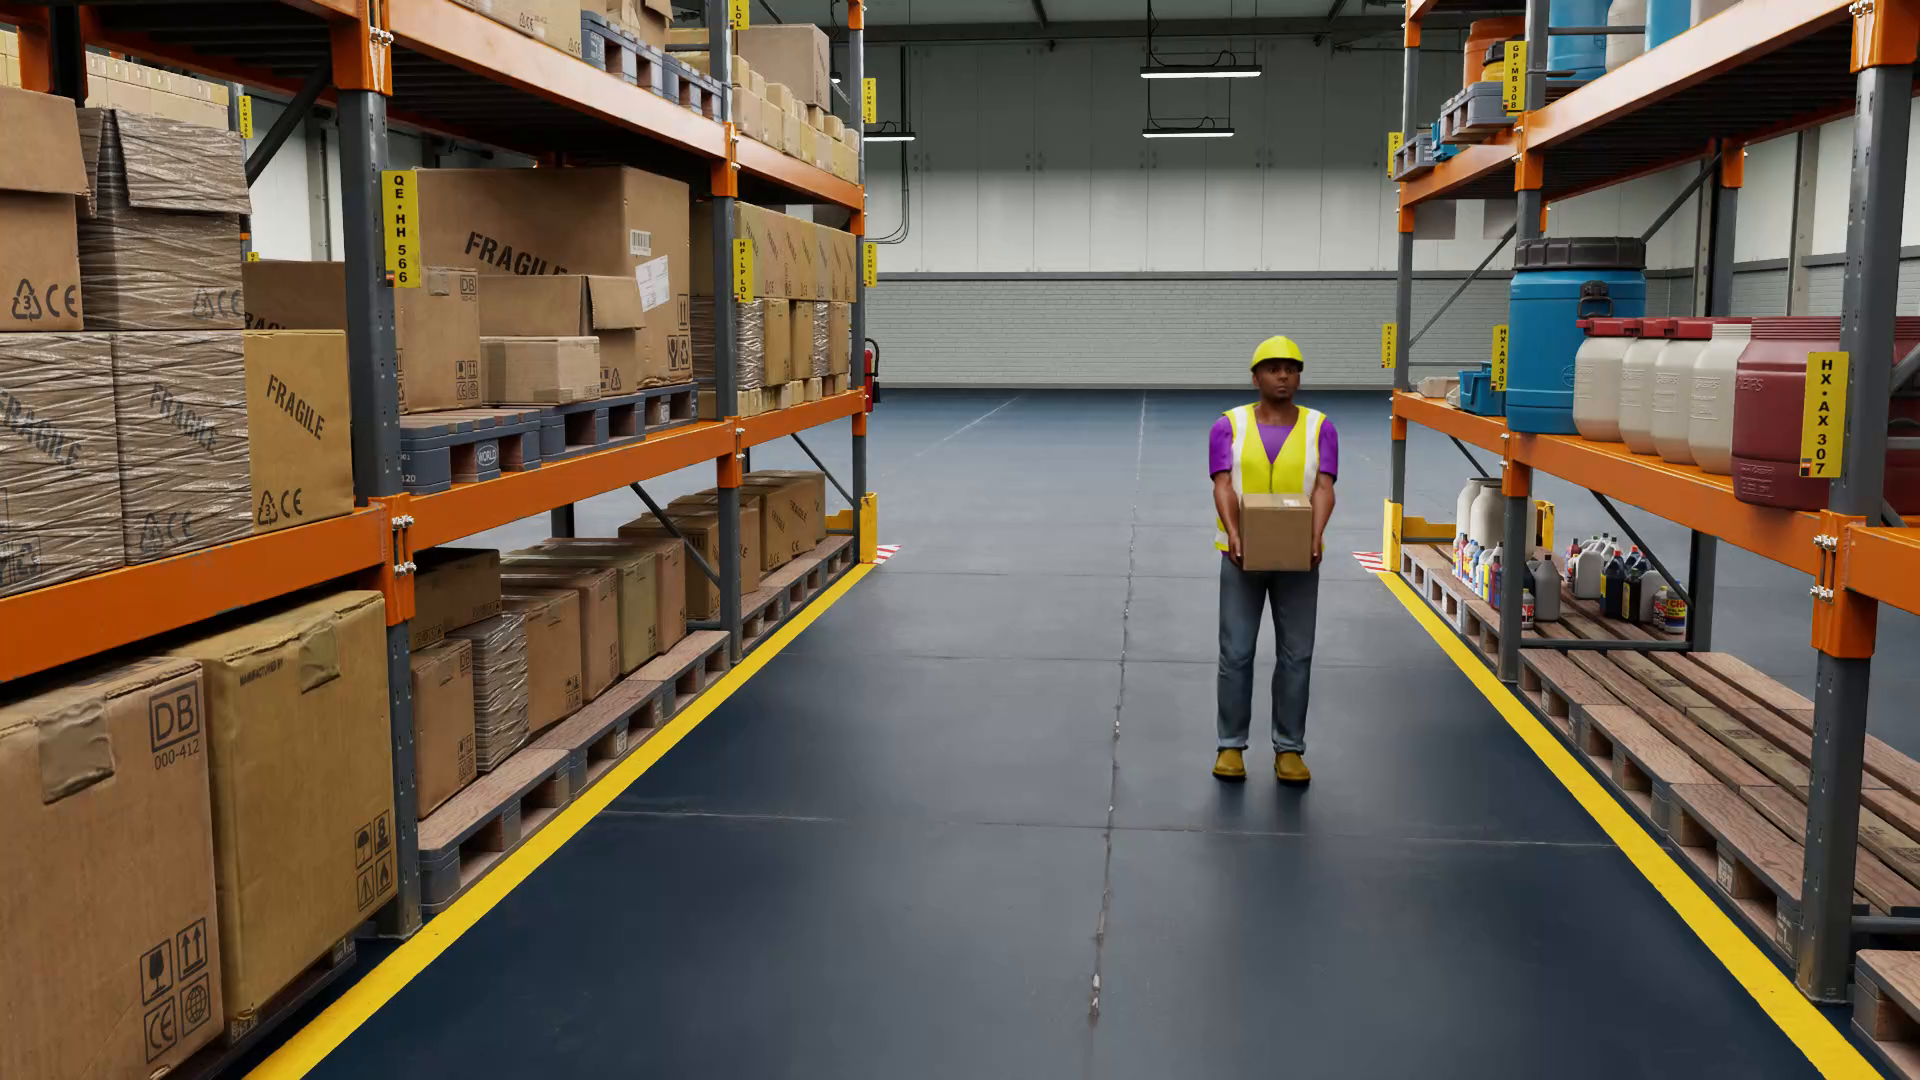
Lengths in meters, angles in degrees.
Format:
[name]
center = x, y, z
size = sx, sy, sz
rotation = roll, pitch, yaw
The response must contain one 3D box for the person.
[person]
center = 1.243, 0.080, 6.598
size = 0.510, 1.767, 0.575
rotation = 1, 8, 6
